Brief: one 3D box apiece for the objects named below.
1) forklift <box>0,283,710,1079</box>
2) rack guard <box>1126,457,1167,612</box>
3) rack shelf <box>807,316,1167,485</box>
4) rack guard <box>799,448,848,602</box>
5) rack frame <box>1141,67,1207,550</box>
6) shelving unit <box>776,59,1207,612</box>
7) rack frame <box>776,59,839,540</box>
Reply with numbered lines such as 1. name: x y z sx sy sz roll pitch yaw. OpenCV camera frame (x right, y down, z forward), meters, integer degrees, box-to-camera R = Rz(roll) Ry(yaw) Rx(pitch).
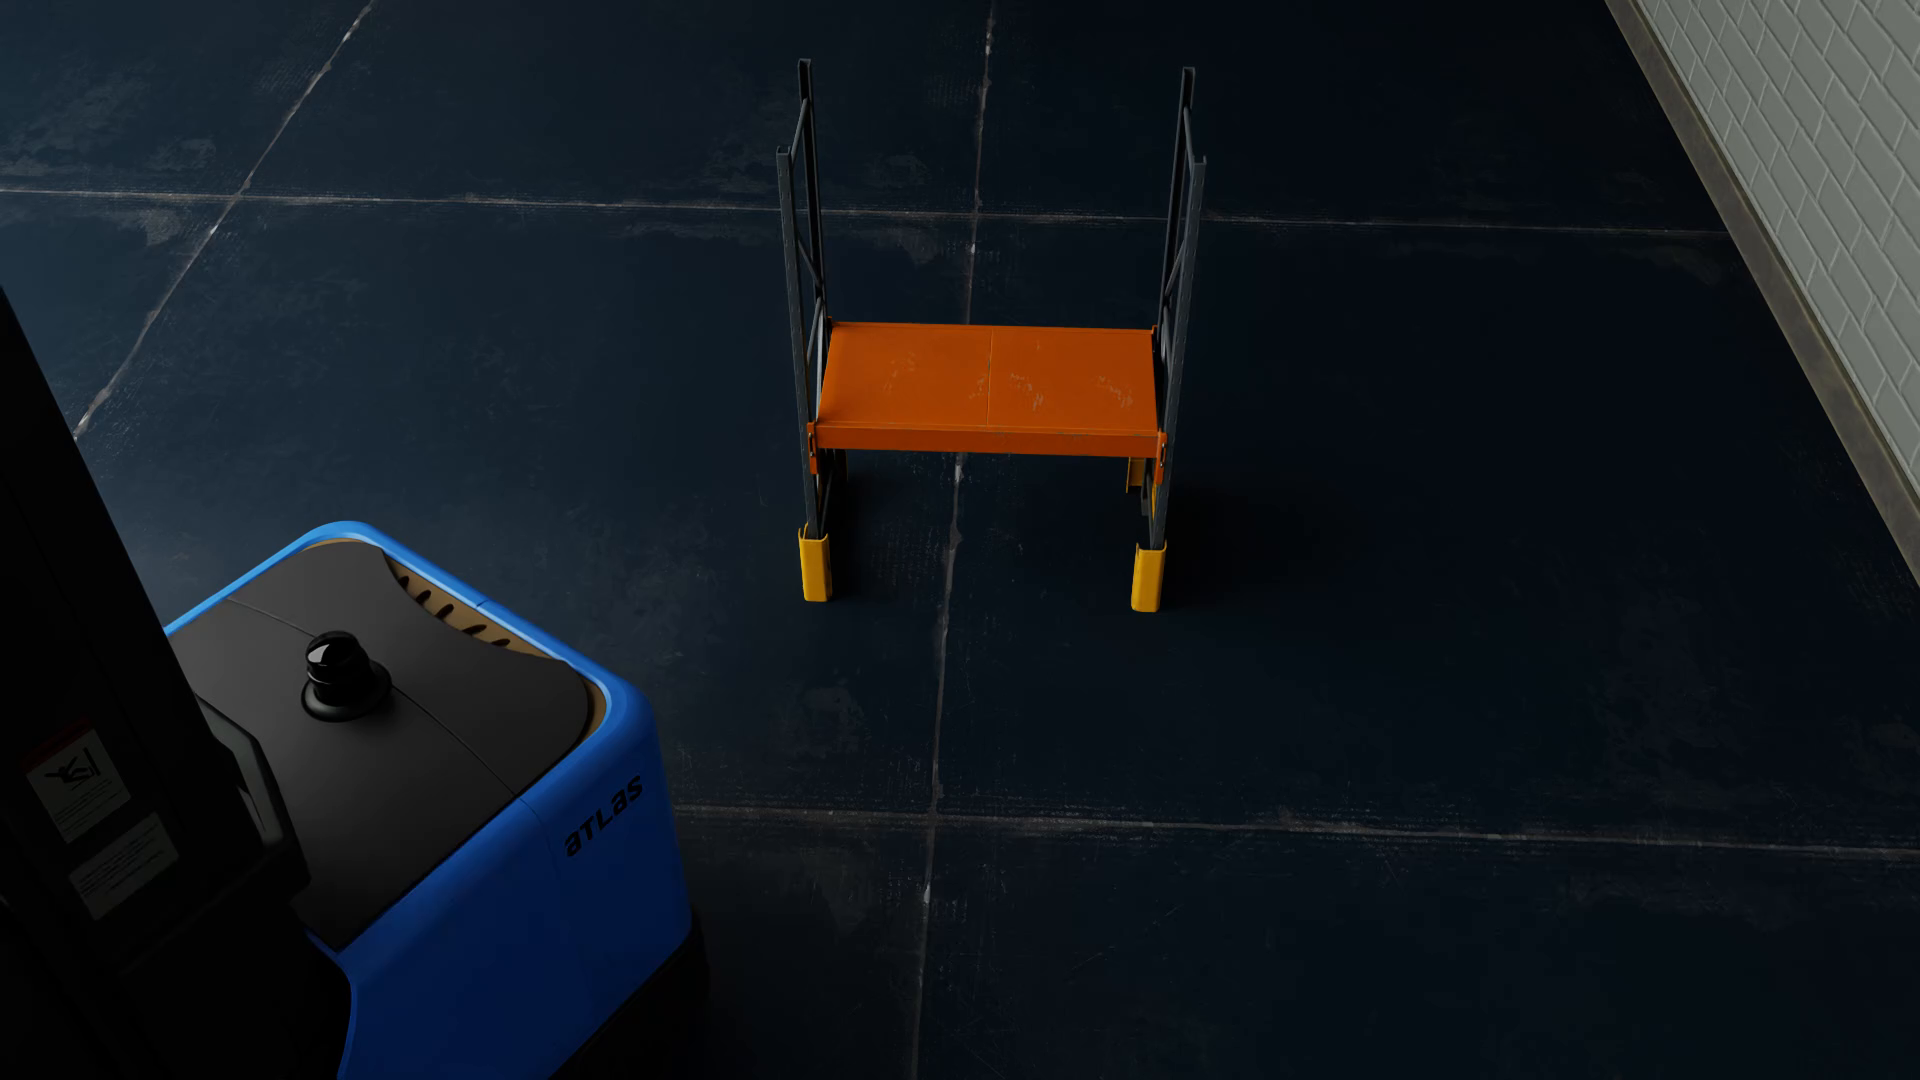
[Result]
1. forklift: -1.879 0.648 2.404 1.130 2.935 3.031 27 49 26
2. rack guard: 0.574 -0.074 5.146 0.087 0.250 0.587 2 43 2
3. rack shelf: 0.085 -0.415 4.859 1.000 0.185 0.538 2 43 2
4. rack guard: -0.421 -0.104 5.179 0.087 0.250 0.587 2 43 2
5. rack frame: 0.593 -0.531 4.719 0.032 1.500 0.500 2 43 2
6. shelving unit: 0.076 -0.546 4.736 1.083 1.500 0.587 2 43 2
7. rack frame: -0.423 -0.562 4.753 0.032 1.500 0.500 2 43 2
